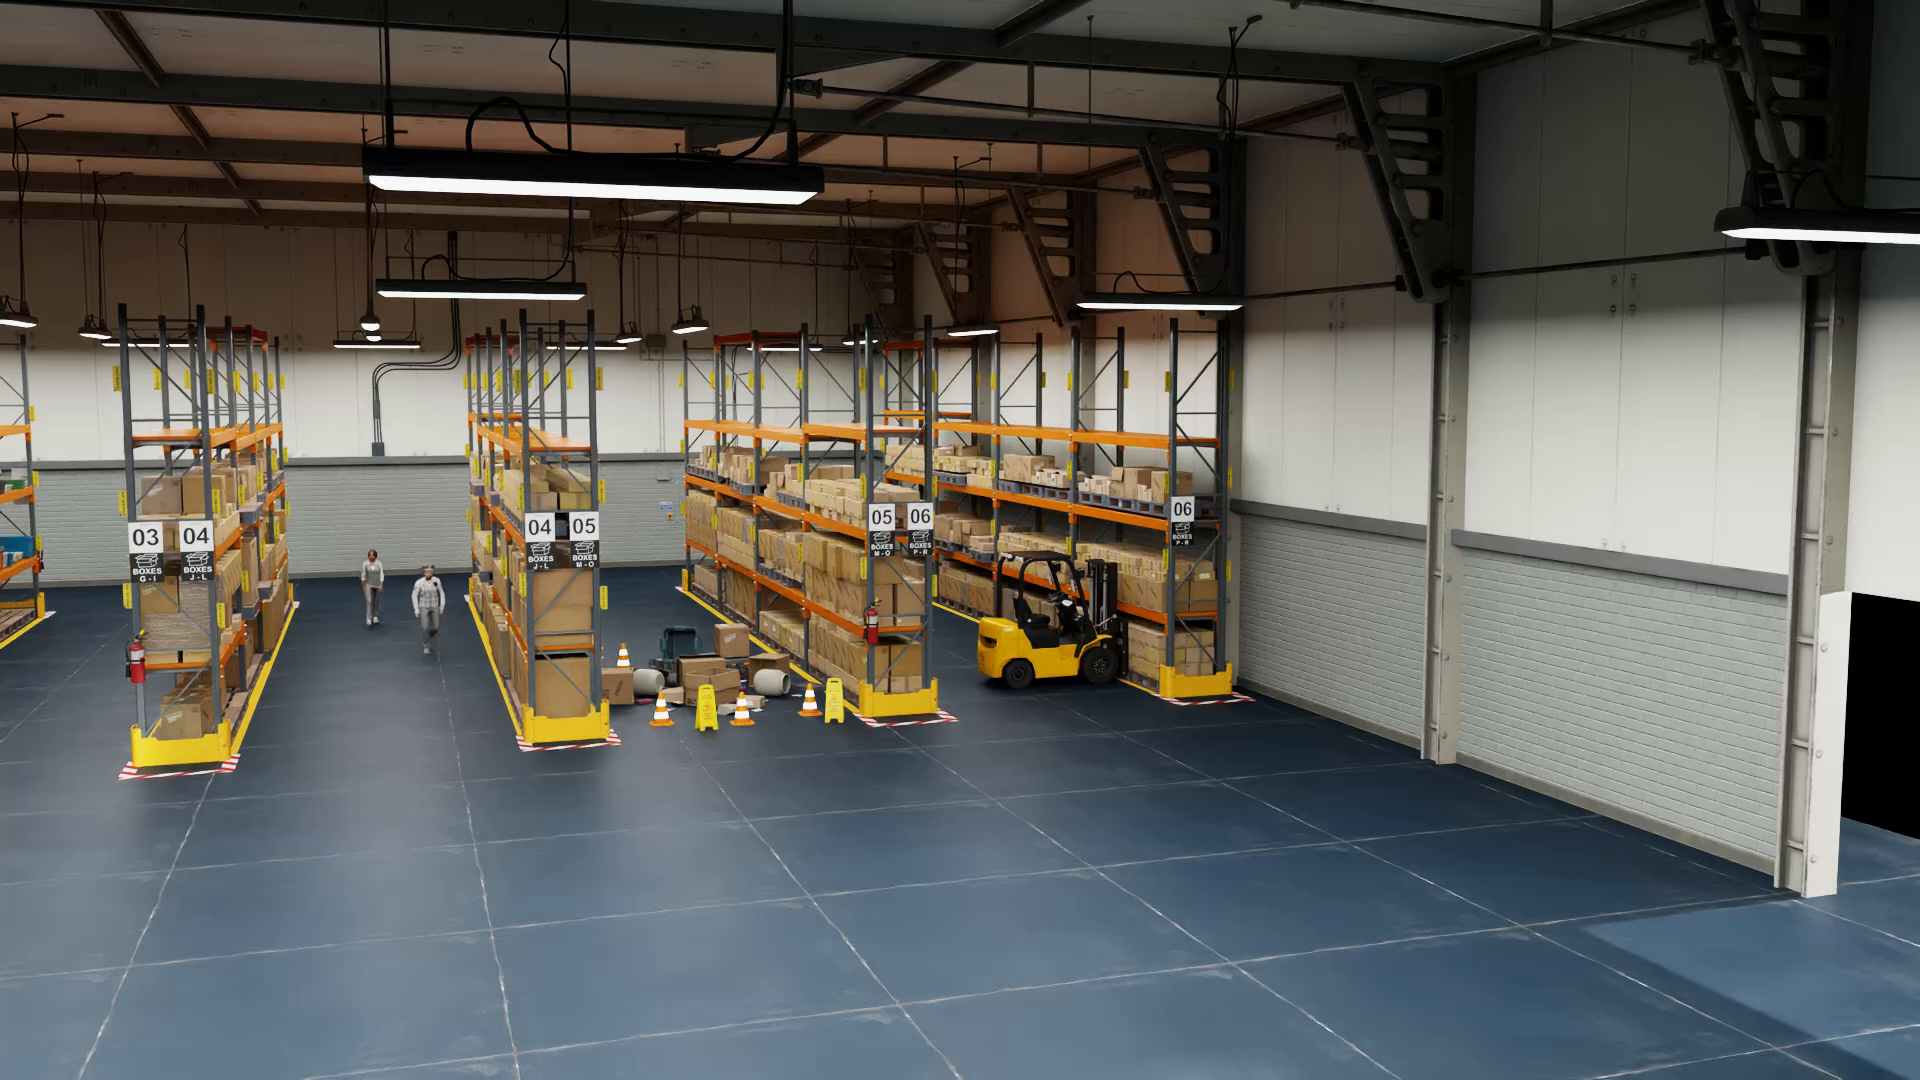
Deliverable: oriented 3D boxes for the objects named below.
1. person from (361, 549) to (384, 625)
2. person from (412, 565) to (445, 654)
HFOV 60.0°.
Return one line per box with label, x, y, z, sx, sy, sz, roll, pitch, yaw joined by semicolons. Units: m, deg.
person;-12.072;0.966;34.200;0.438;1.549;0.944;-3;6;-28
person;-9.884;1.262;30.899;0.583;1.659;0.548;-3;6;-28
